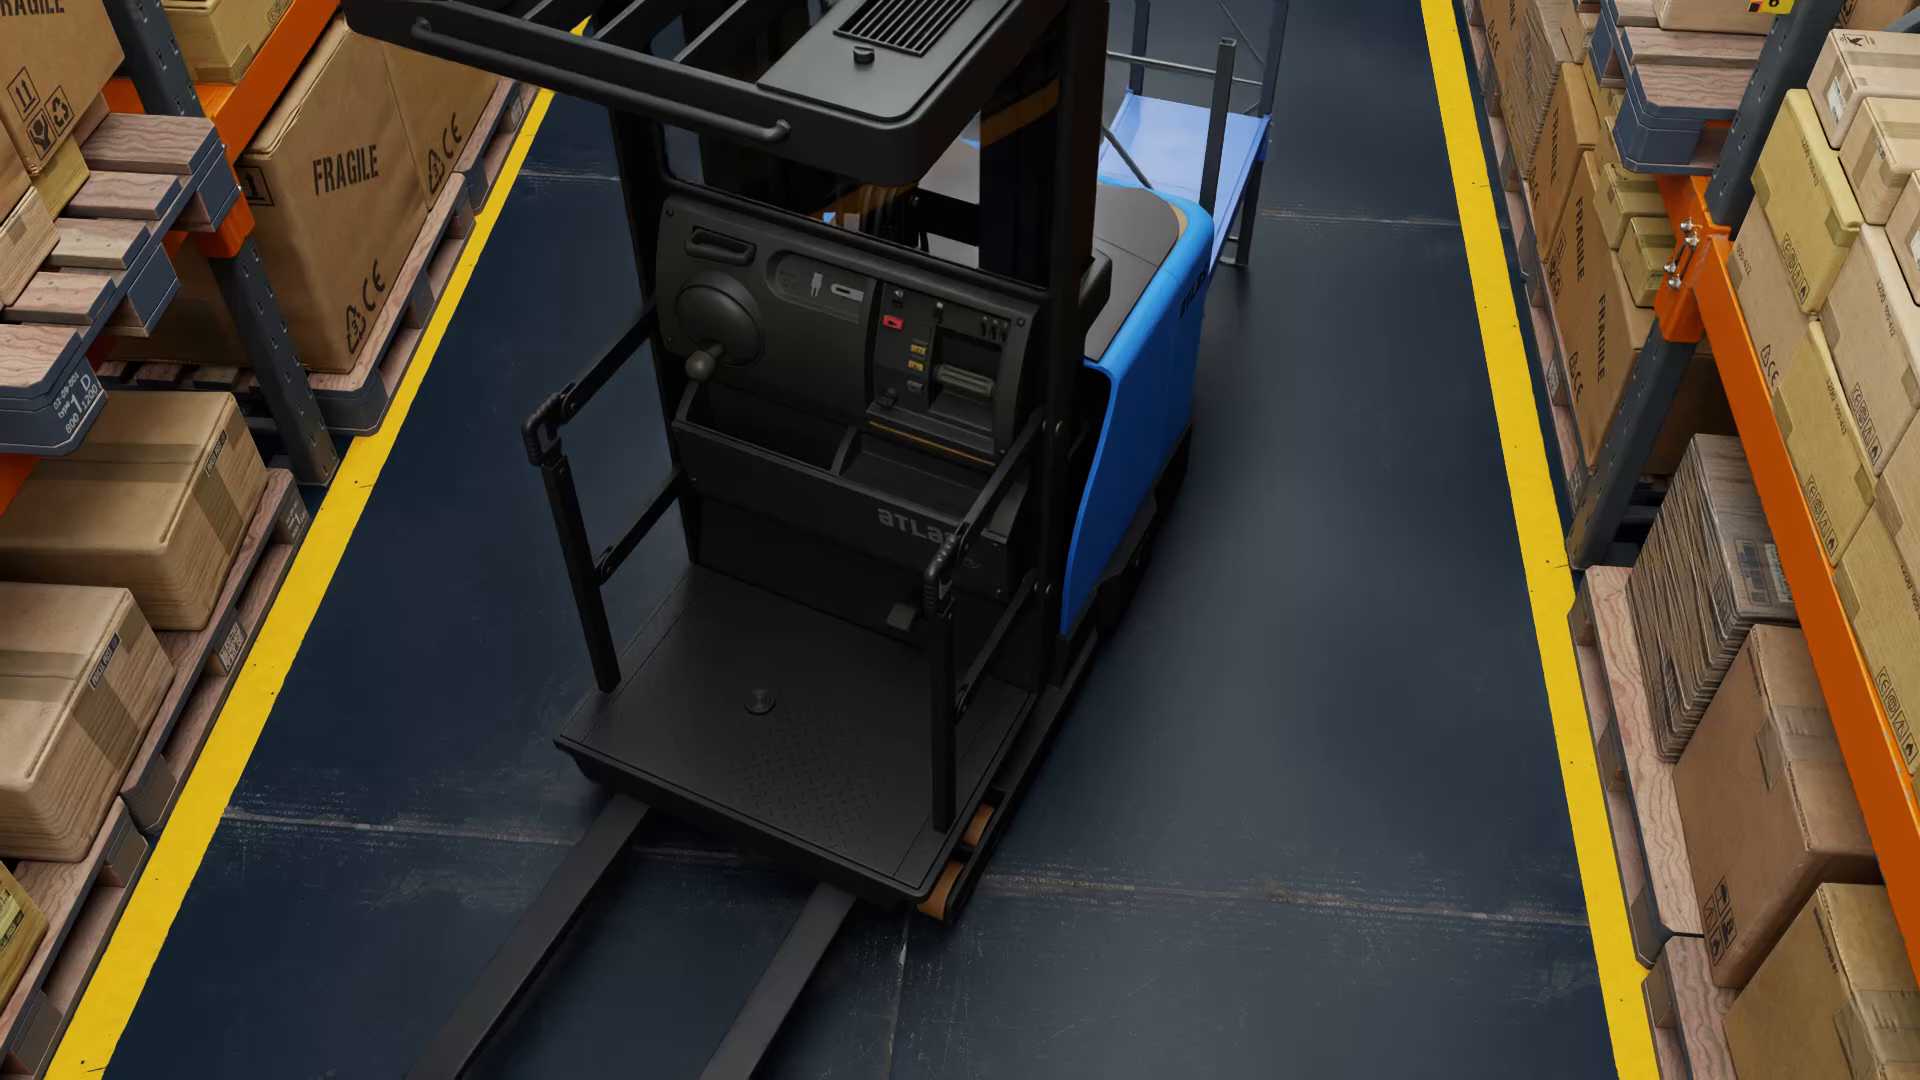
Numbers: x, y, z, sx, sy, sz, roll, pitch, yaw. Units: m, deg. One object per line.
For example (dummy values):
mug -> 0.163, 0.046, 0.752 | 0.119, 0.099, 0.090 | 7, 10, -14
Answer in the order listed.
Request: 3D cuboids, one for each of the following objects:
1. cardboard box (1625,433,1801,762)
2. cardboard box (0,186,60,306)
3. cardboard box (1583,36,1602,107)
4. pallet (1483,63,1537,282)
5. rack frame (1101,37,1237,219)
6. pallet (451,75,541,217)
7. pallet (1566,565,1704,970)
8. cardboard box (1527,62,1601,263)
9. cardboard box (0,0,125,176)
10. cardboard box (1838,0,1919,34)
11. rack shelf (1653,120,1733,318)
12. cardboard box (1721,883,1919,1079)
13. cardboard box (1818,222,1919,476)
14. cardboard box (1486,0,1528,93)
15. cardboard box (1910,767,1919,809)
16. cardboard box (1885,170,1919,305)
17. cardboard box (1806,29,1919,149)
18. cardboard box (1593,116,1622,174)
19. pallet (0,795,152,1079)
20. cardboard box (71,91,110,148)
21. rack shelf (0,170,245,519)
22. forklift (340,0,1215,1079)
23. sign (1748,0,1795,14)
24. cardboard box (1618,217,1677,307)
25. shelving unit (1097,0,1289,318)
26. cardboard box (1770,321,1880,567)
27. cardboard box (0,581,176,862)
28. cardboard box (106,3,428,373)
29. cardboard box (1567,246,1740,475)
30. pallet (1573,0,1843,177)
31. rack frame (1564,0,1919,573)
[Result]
cardboard box -> 2.328, 0.192, 4.366 | 0.875, 0.625, 0.625 | 5, 48, 5
cardboard box -> -2.271, -0.667, 3.713 | 0.380, 0.149, 0.250 | 4, 48, 3
cardboard box -> 2.344, -1.590, 5.641 | 0.380, 0.149, 0.250 | 3, 48, 3
pallet -> 2.618, -1.424, 6.410 | 1.003, 0.211, 1.213 | 4, 48, 4
rack frame -> 0.499, -0.877, 5.036 | 0.500, 1.500, 0.032 | 14, 49, 13
pallet -> -2.285, -1.784, 6.738 | 1.003, 0.211, 1.213 | 4, 48, 4
pallet -> 2.284, 0.618, 4.542 | 1.003, 0.211, 1.213 | 4, 48, 4
cardboard box -> 2.324, -1.300, 5.816 | 0.500, 0.500, 0.500 | 6, 48, 5
cardboard box -> -2.310, -1.180, 3.742 | 0.500, 0.500, 0.500 | 3, 48, 2
cardboard box -> 2.601, -1.468, 4.208 | 0.500, 0.500, 0.500 | 6, 48, 5
rack shelf -> 2.580, -2.152, 5.673 | 1.077, 0.370, 4.000 | 4, 48, 4
cardboard box -> 2.215, 1.167, 3.474 | 0.875, 0.625, 0.625 | 2, 48, 2
cardboard box -> 2.068, -0.366, 3.315 | 0.500, 0.250, 0.500 | 5, 48, 5
cardboard box -> 2.406, -2.064, 6.514 | 0.500, 0.500, 0.500 | 3, 48, 2
cardboard box -> 1.975, 0.564, 2.803 | 0.500, 0.250, 0.500 | 5, 48, 5
cardboard box -> 2.055, -0.577, 3.237 | 0.380, 0.149, 0.250 | 5, 48, 5
cardboard box -> 2.076, -0.964, 3.591 | 0.380, 0.149, 0.250 | 5, 48, 5
cardboard box -> 2.253, -1.215, 5.299 | 0.380, 0.149, 0.250 | 2, 48, 2
pallet -> -2.732, 1.153, 4.052 | 1.003, 0.211, 1.213 | 4, 48, 4
cardboard box -> -2.341, -1.057, 4.069 | 0.380, 0.149, 0.250 | 5, 48, 5
rack shelf -> -2.727, 0.456, 3.288 | 1.077, 0.370, 4.000 | 4, 48, 4
forklift -> -0.368, -0.378, 3.610 | 1.130, 2.935, 3.031 | 20, 51, 17
sign -> 1.857, -1.319, 3.693 | 0.100, 0.325, 0.005 | 4, 48, 4
cardboard box -> 2.191, -0.822, 4.939 | 0.380, 0.149, 0.250 | 2, 48, 2
shelving unit -> 0.664, -1.232, 5.360 | 0.538, 1.500, 1.048 | 14, 49, 13
cardboard box -> 2.064, -0.196, 3.498 | 0.500, 0.250, 0.500 | 3, 48, 3
cardboard box -> -2.666, 0.446, 4.305 | 0.950, 0.372, 0.625 | 3, 48, 3
cardboard box -> -2.400, -1.183, 5.455 | 0.875, 0.875, 0.875 | 3, 48, 3
cardboard box -> 2.223, -0.549, 5.128 | 0.500, 0.500, 0.500 | 5, 48, 5
pallet -> 2.390, -1.363, 4.594 | 1.213, 0.211, 1.003 | 4, 48, 4
rack frame -> 2.398, -0.925, 4.064 | 1.000, 3.000, 0.127 | 4, 48, 4
